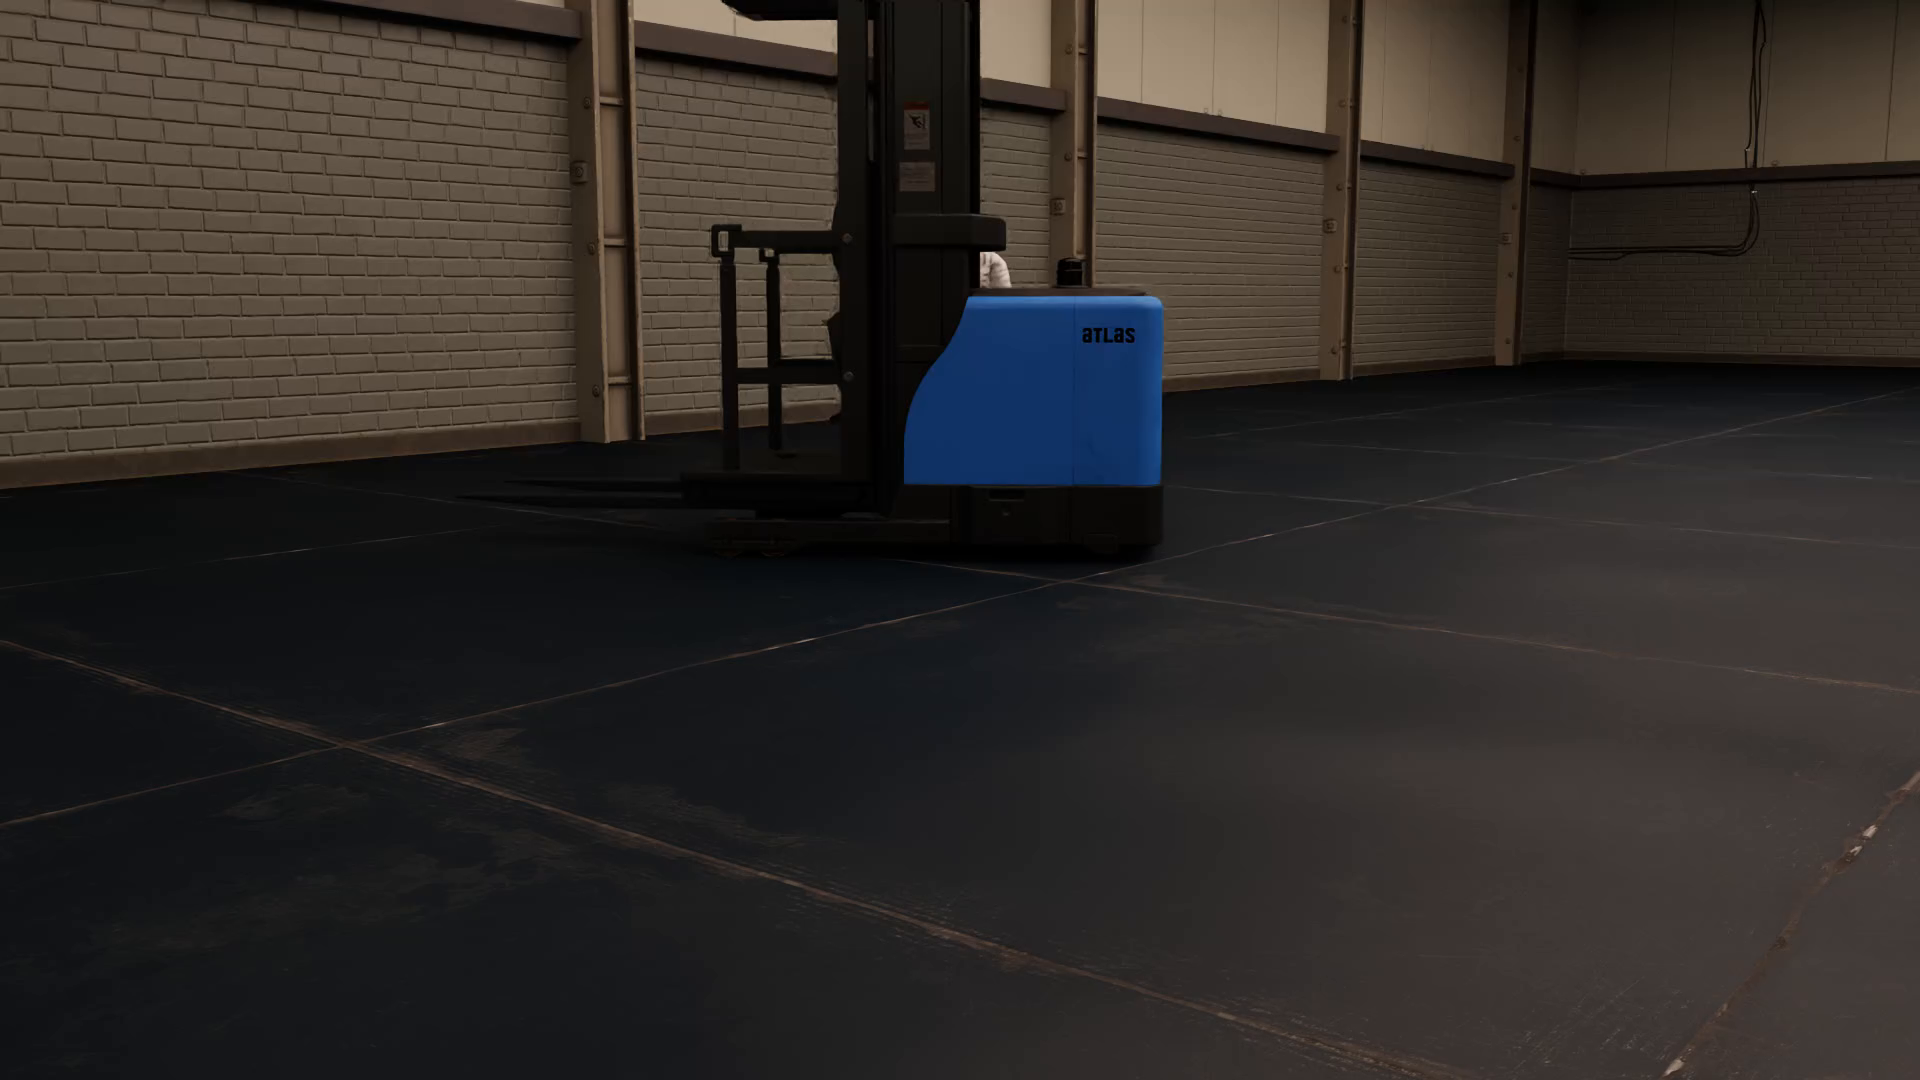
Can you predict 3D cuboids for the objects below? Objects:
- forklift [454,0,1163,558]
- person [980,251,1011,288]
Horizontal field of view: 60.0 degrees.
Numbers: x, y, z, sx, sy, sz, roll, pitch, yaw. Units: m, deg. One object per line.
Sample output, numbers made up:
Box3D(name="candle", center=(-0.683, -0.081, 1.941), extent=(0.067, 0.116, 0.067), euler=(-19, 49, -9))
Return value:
Box3D(name="forklift", center=(-0.644, -1.450, 7.190), extent=(3.031, 2.935, 1.130), euler=(1, 8, 4))
Box3D(name="person", center=(0.031, -1.233, 10.417), extent=(0.589, 1.714, 0.481), euler=(0, 8, 2))
